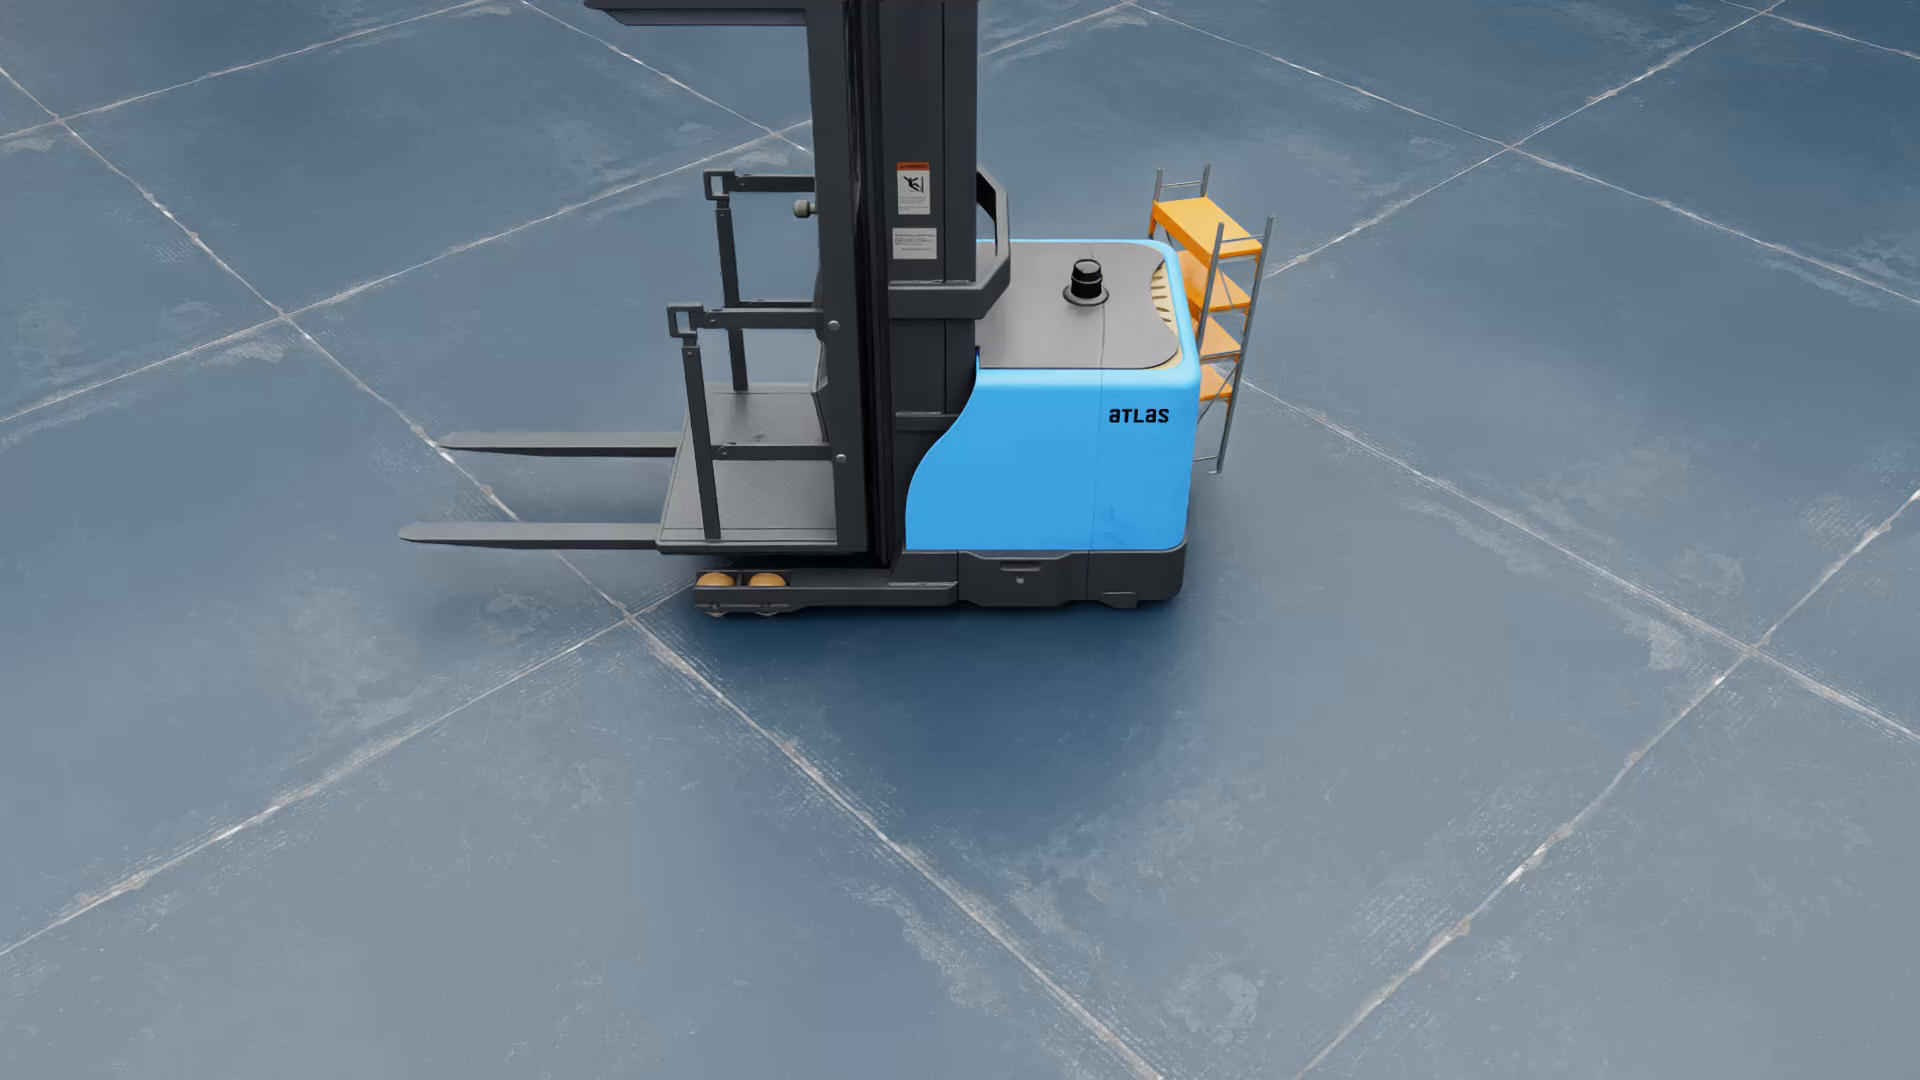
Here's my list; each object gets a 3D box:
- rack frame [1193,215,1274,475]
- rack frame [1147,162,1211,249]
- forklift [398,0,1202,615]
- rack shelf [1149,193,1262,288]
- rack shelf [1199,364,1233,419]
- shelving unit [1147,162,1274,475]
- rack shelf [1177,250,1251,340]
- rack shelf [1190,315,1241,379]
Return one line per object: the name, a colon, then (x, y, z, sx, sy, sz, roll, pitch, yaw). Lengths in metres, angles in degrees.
rack frame: (1.048, -0.747, 6.705, 0.240, 1.200, 0.015, -11, 40, -20)
rack frame: (0.860, -1.030, 7.055, 0.240, 1.200, 0.015, -11, 40, -20)
forklift: (-0.653, -1.184, 5.884, 3.031, 2.935, 1.130, 0, 39, 0)
rack shelf: (0.984, -1.201, 6.643, 0.258, 0.148, 0.480, -11, 40, -20)
rack shelf: (0.935, -0.677, 7.040, 0.258, 0.148, 0.480, -11, 40, -20)
shelving unit: (0.954, -0.889, 6.880, 0.258, 1.200, 0.503, -11, 40, -20)
rack shelf: (0.966, -1.013, 6.786, 0.258, 0.148, 0.480, -11, 40, -20)
rack shelf: (0.949, -0.835, 6.921, 0.258, 0.148, 0.480, -11, 40, -20)
